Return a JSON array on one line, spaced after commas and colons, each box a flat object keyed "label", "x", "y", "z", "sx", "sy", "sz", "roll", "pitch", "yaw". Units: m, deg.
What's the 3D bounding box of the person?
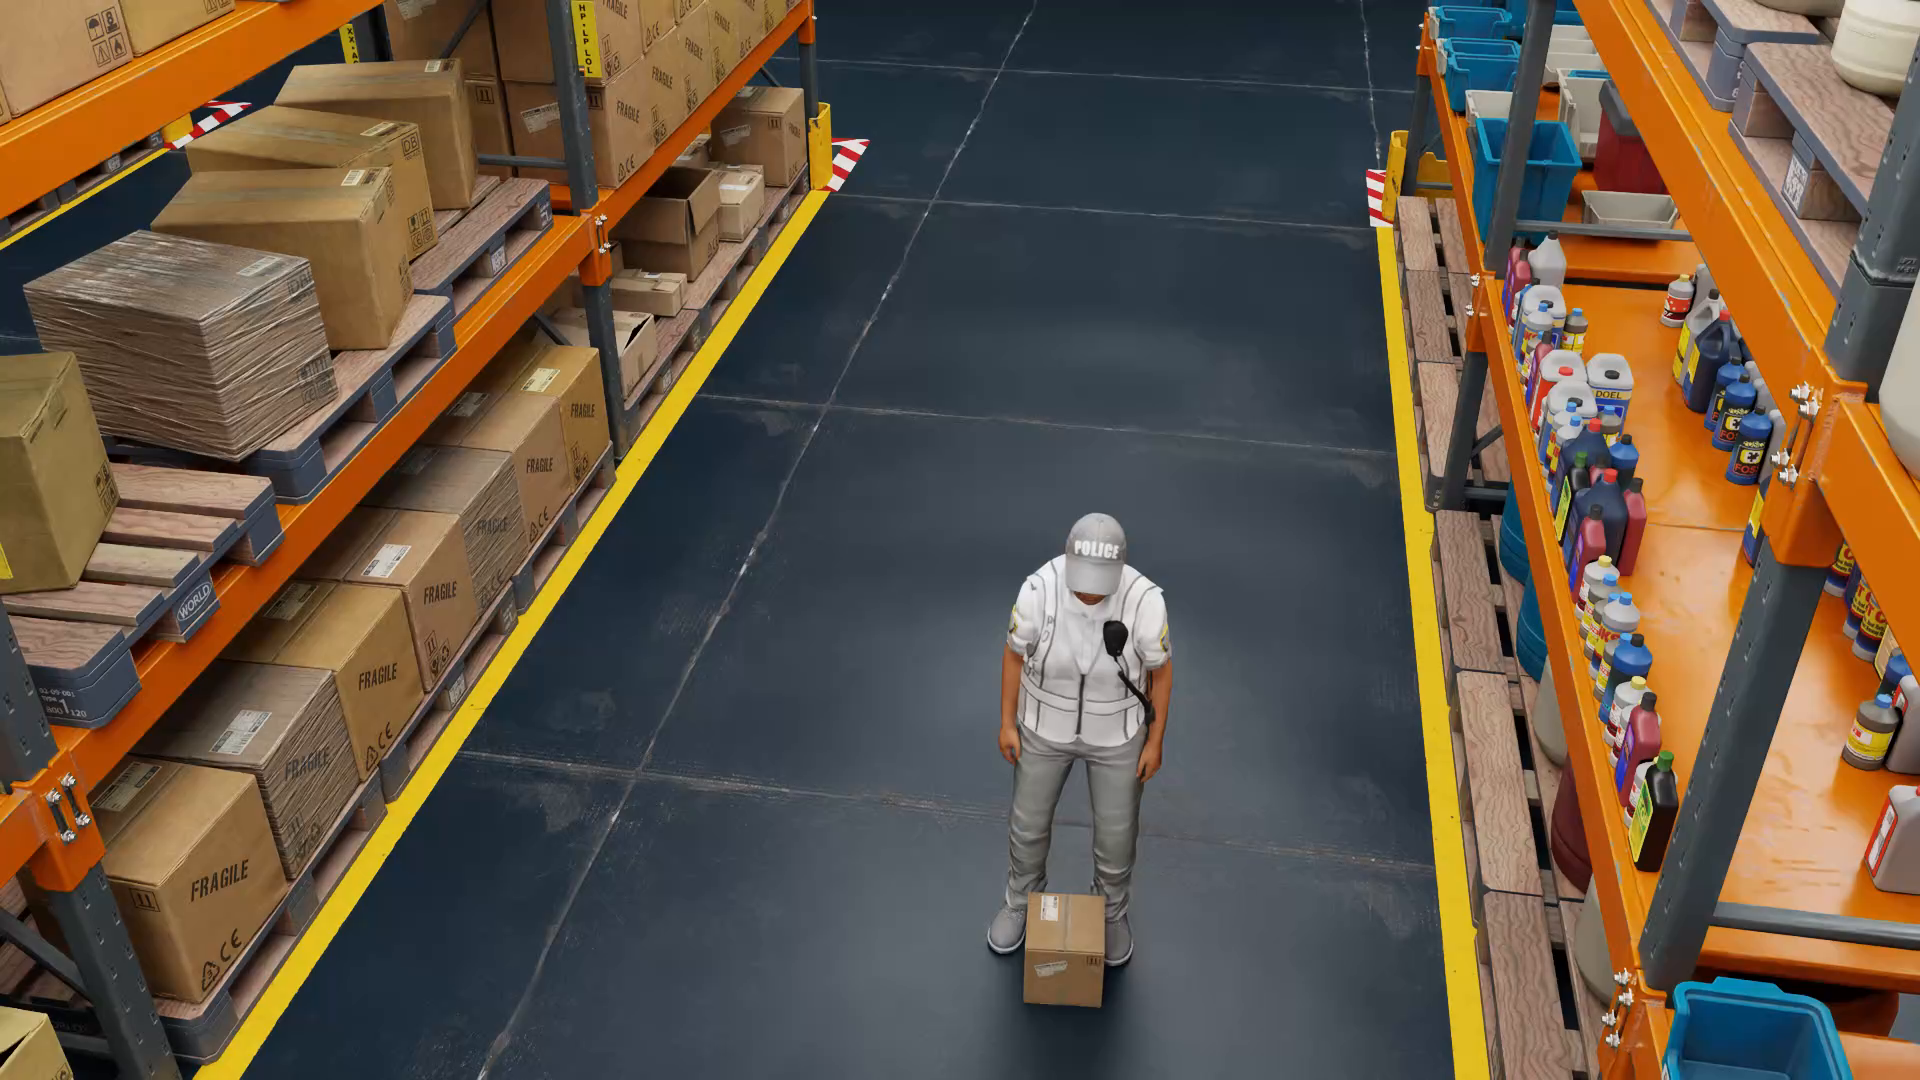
[{"label": "person", "x": 0.373, "y": 0.609, "z": 5.179, "sx": 0.537, "sy": 1.666, "sz": 0.468, "roll": 5, "pitch": 33, "yaw": 8}]
